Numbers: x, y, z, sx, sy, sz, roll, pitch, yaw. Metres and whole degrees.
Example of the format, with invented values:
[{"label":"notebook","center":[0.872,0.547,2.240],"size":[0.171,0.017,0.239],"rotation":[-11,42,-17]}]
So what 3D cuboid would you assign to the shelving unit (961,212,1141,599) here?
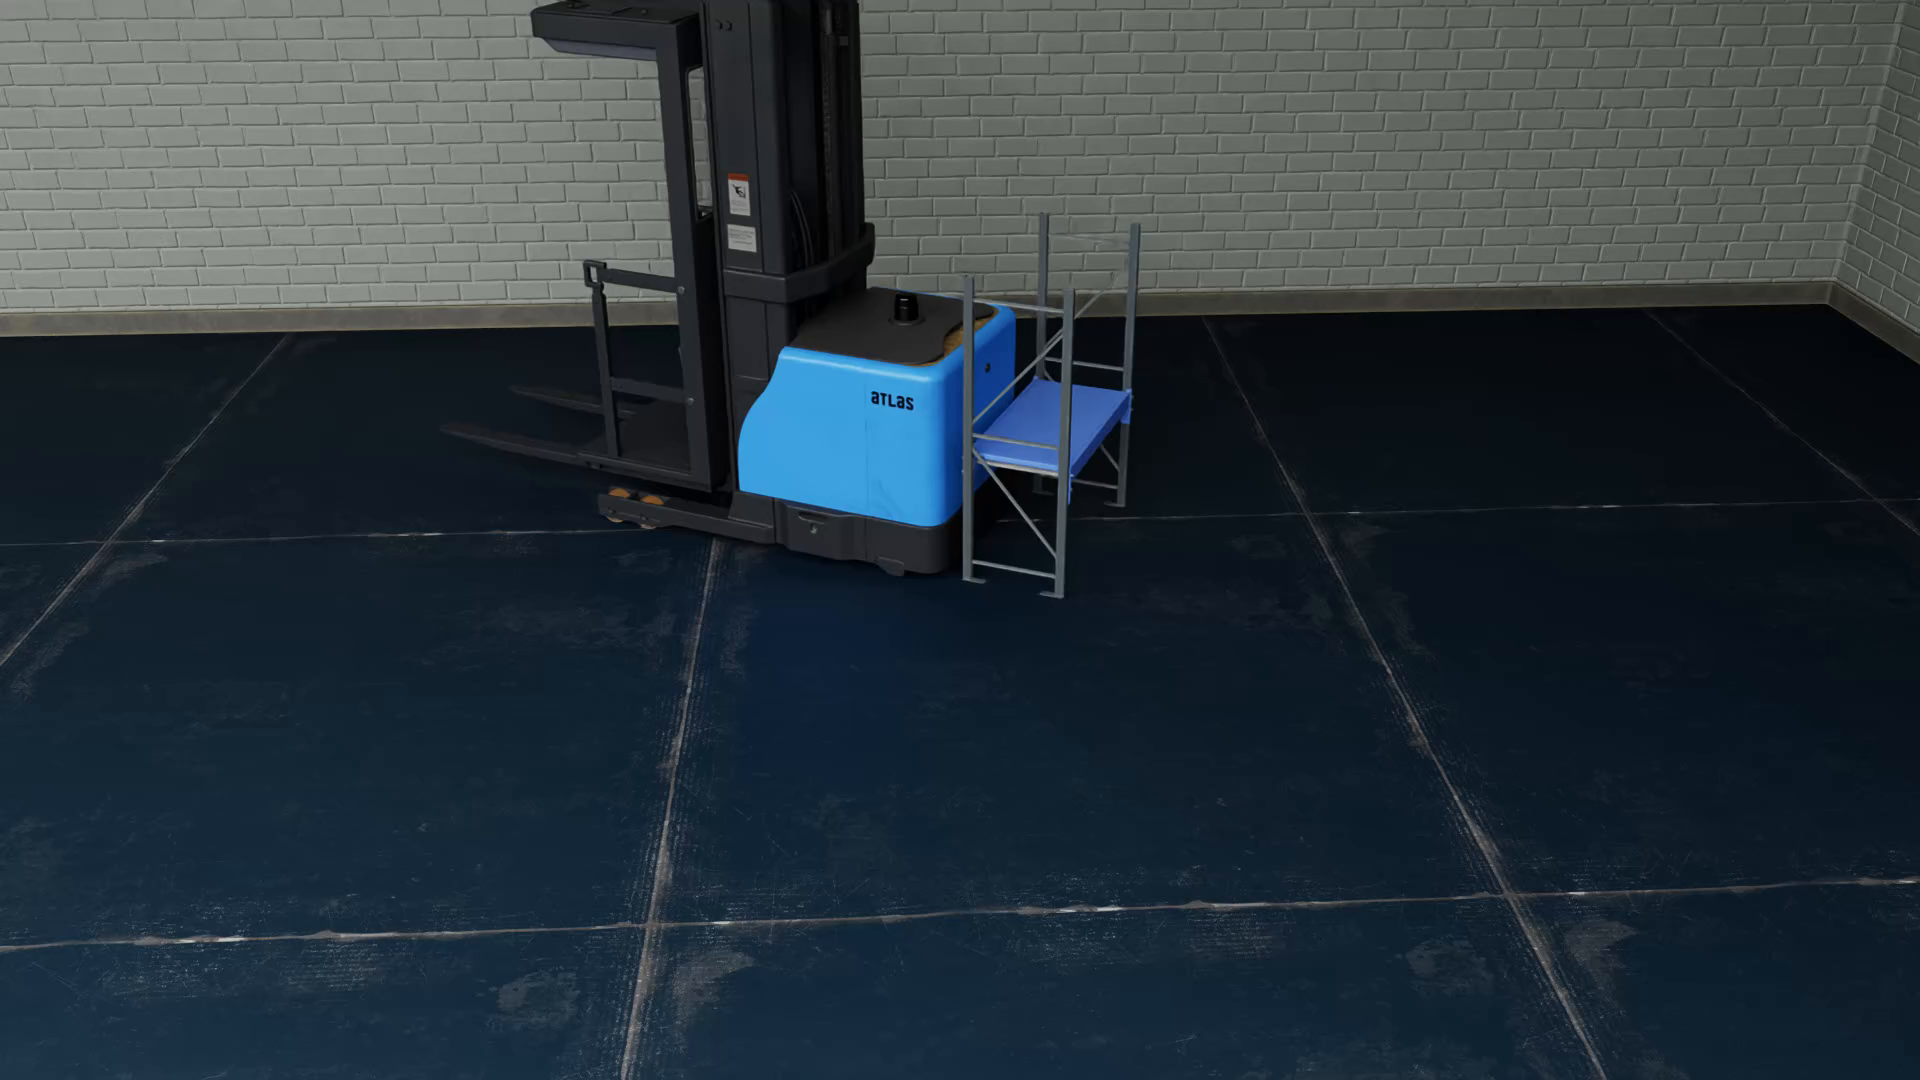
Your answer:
[{"label":"shelving unit","center":[0.436,-0.657,7.888],"size":[0.538,1.500,1.048],"rotation":[10,29,19]}]

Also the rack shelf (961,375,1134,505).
[{"label":"rack shelf","center":[0.436,-0.498,7.971],"size":[0.538,0.185,1.000],"rotation":[10,29,19]}]

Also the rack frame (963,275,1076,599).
[{"label":"rack frame","center":[0.252,-0.438,7.468],"size":[0.500,1.500,0.032],"rotation":[10,29,19]}]

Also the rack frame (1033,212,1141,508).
[{"label":"rack frame","center":[0.620,-0.877,8.308],"size":[0.500,1.500,0.032],"rotation":[10,29,19]}]

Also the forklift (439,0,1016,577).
[{"label":"forklift","center":[-1.276,-1.563,8.076],"size":[3.031,2.935,1.130],"rotation":[11,30,21]}]
